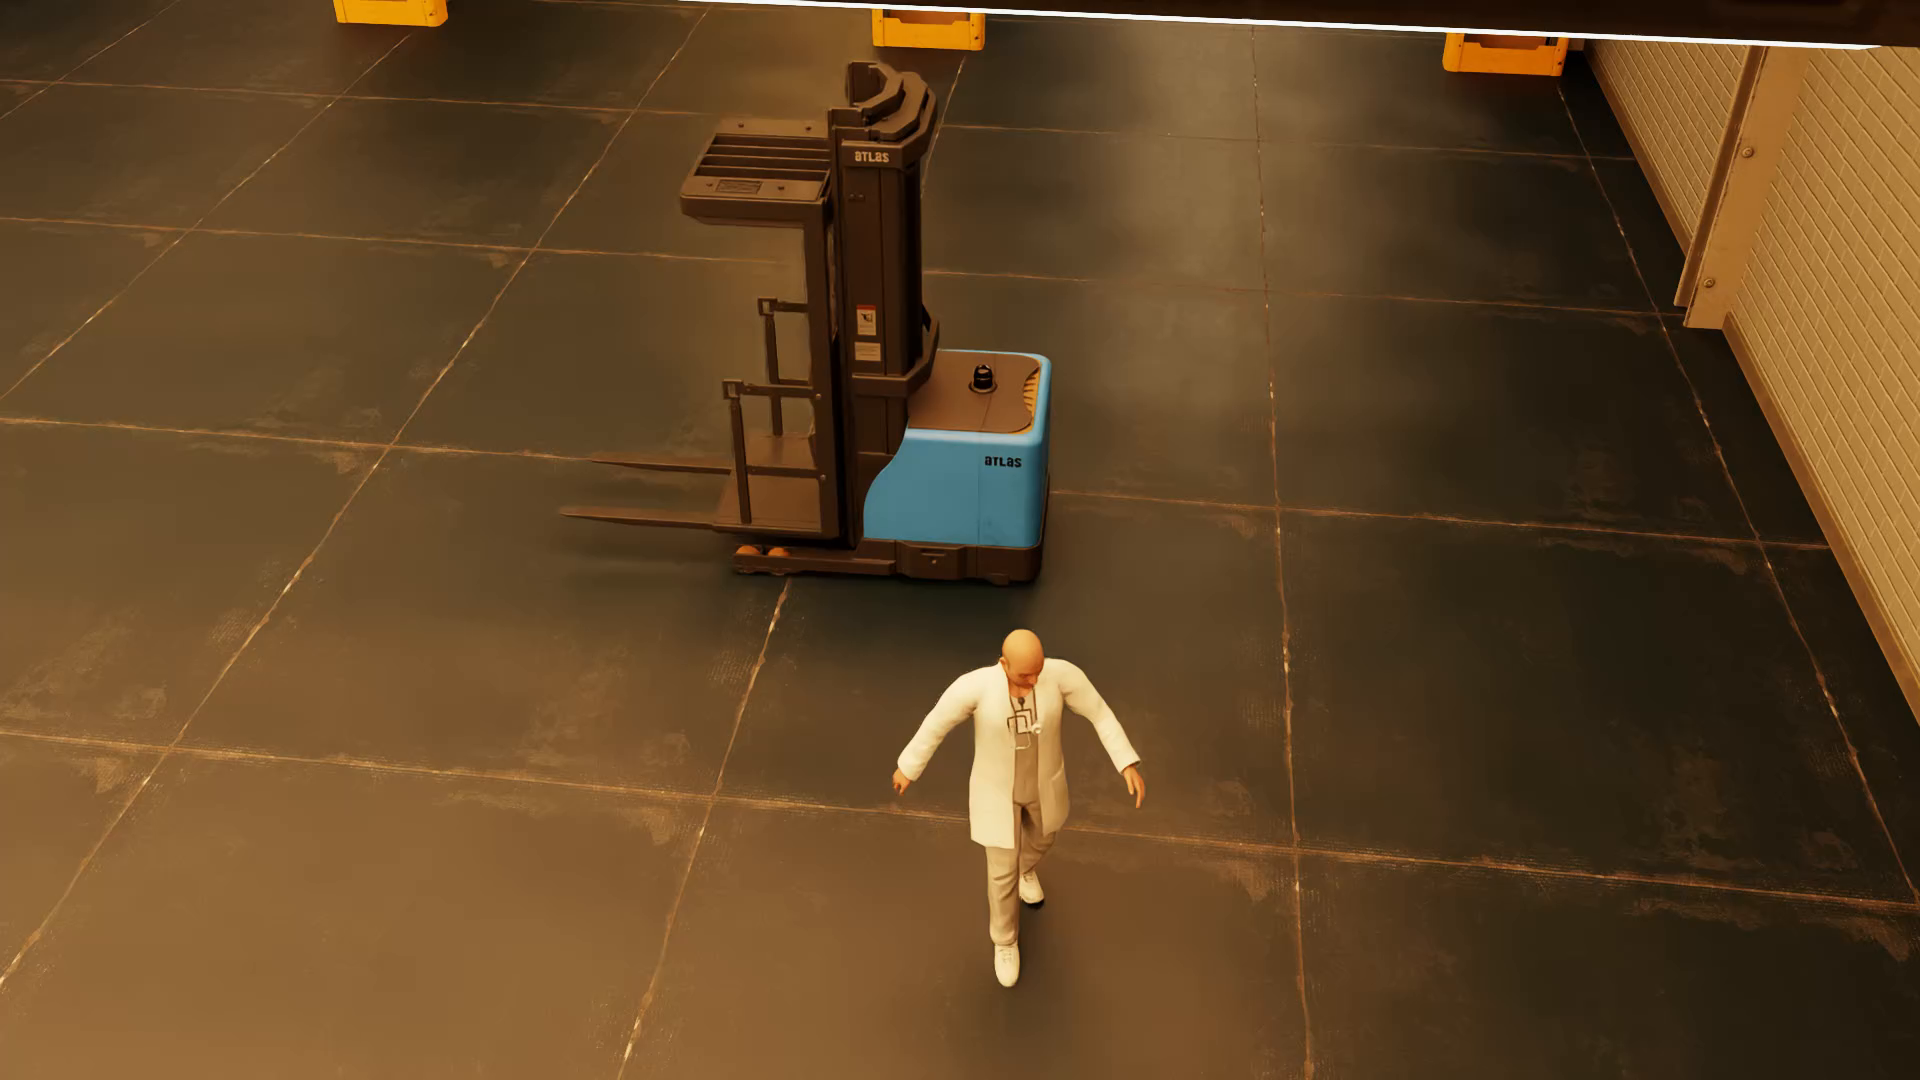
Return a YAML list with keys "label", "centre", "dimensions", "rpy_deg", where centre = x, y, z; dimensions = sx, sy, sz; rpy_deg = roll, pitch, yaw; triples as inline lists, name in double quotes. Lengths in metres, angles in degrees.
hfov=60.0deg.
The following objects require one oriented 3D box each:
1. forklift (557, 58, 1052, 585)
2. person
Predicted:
- label: "forklift"
  centre: [-0.973, -1.272, 9.755]
  dimensions: [3.031, 2.935, 1.130]
  rpy_deg: [4, 37, 5]
- label: "person"
  centre: [0.243, 1.135, 7.504]
  dimensions: [1.022, 1.760, 0.814]
  rpy_deg: [-8, 37, -11]
